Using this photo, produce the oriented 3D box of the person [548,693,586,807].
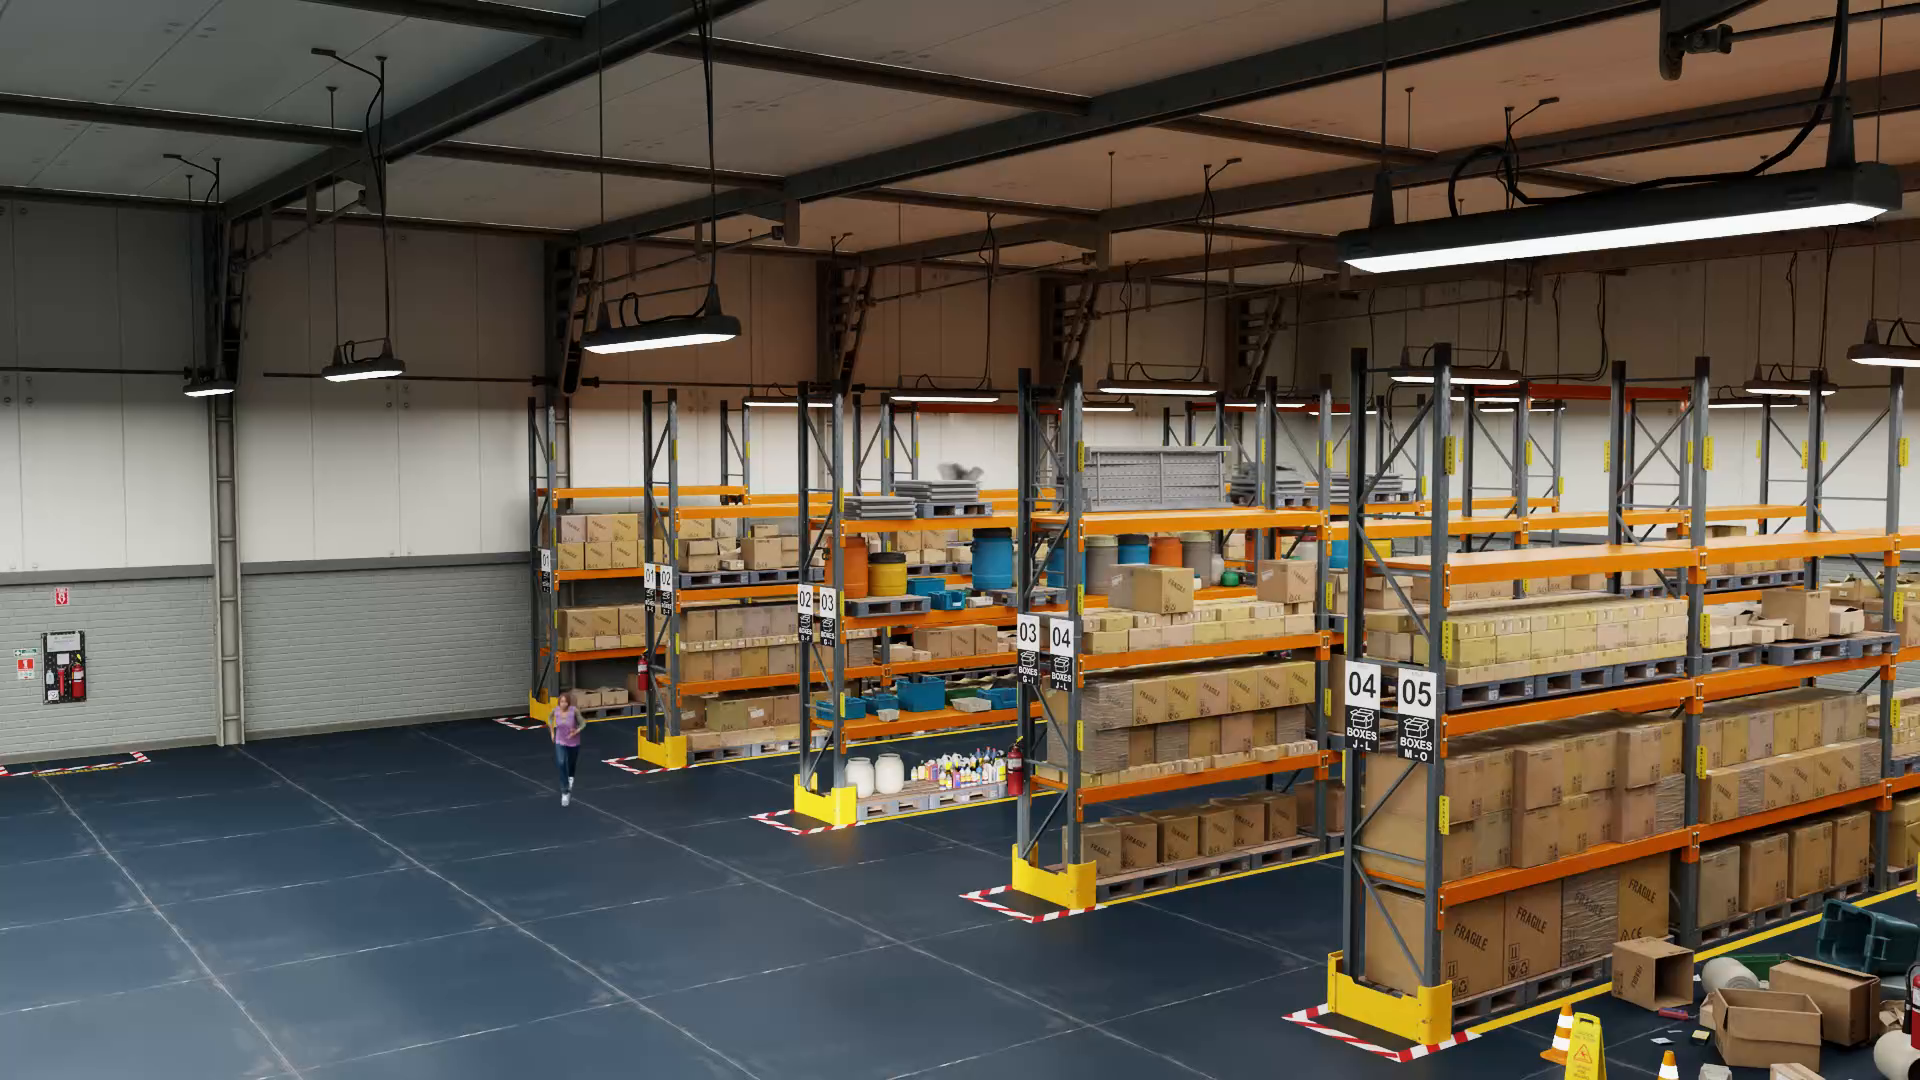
[{"bbox_3d":[-5.669,2.963,24.005,0.541,1.588,0.997,-1,3,-11],"label":"person"}]
